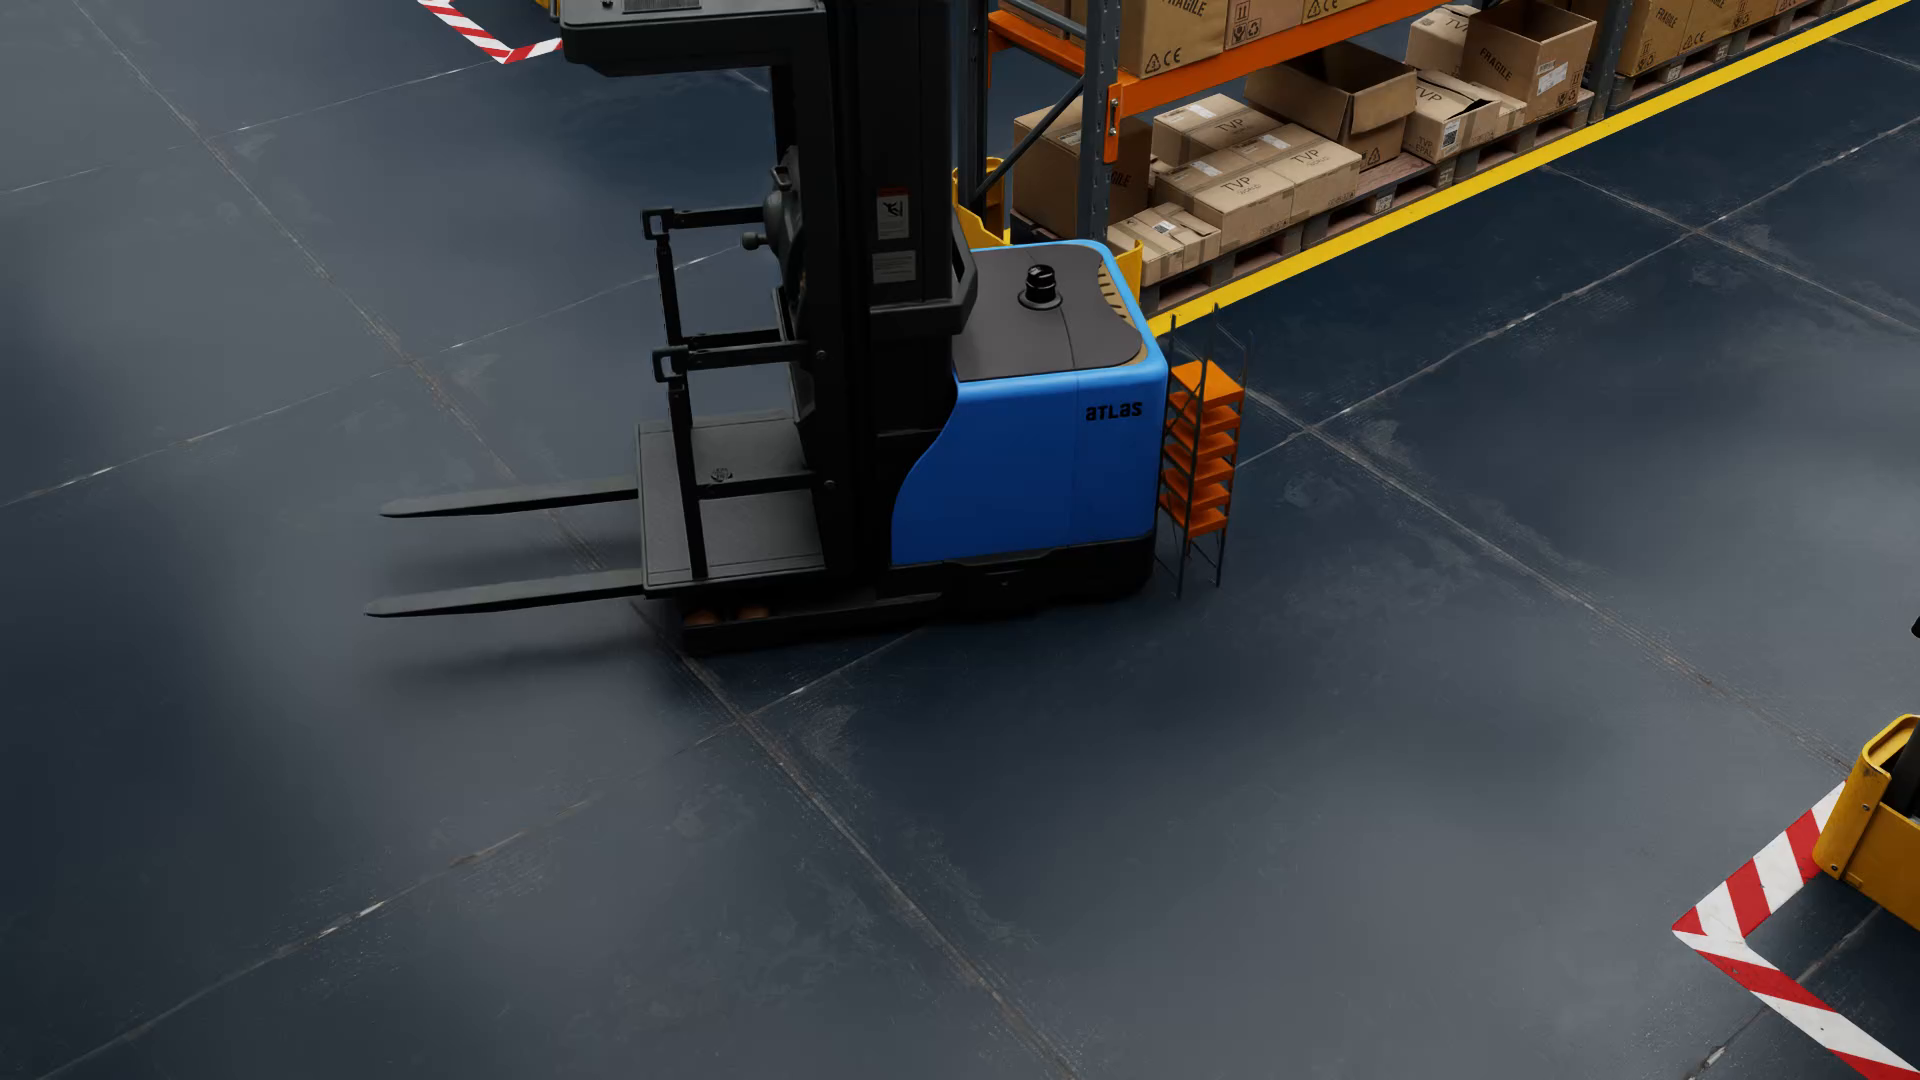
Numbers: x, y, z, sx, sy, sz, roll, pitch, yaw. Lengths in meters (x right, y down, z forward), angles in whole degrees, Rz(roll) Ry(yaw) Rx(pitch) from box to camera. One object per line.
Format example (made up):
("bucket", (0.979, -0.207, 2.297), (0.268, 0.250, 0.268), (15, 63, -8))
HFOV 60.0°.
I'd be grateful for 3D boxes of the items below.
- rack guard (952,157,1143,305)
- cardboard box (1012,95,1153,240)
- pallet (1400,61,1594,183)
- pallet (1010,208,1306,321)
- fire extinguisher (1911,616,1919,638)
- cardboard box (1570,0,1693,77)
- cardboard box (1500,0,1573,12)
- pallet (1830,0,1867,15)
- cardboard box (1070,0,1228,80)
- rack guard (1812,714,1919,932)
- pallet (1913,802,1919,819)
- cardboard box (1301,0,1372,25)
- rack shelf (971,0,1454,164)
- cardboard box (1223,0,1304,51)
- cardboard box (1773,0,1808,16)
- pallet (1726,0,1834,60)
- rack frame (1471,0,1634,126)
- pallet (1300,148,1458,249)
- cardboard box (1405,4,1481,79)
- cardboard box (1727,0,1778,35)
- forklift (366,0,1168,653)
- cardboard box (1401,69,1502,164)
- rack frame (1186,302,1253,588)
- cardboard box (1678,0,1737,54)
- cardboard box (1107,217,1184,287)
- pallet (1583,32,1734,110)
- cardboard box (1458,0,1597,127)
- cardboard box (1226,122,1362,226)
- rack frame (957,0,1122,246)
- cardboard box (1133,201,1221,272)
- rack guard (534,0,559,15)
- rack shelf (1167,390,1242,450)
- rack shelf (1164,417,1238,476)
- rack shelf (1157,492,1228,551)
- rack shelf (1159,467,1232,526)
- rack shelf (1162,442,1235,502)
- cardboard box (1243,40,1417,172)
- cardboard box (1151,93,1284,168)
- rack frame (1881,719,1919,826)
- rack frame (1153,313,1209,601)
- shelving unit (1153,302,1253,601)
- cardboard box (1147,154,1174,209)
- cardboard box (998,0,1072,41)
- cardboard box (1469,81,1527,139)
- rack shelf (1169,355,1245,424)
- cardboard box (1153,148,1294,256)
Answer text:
("rack guard", (0.397, -1.424, 8.255), (0.348, 0.500, 1.175), (-26, 46, -28))
("cardboard box", (0.617, -1.898, 8.487), (0.500, 0.500, 0.500), (-26, 46, -28))
("pallet", (2.963, -2.564, 9.872), (1.213, 0.211, 1.003), (-26, 46, -28))
("pallet", (1.028, -1.621, 8.723), (1.213, 0.211, 1.003), (-26, 46, -28))
("fire extinguisher", (2.957, 0.129, 4.746), (0.183, 0.674, 0.296), (-26, 46, -28))
("cardboard box", (4.040, -3.175, 10.042), (0.500, 0.500, 0.500), (-28, 47, -30))
("cardboard box", (3.724, -3.445, 10.372), (0.500, 0.500, 0.500), (-26, 46, -28))
("pallet", (6.064, -4.105, 11.751), (1.213, 0.211, 1.003), (-26, 46, -28))
("cardboard box", (0.849, -2.438, 7.442), (0.500, 0.500, 0.500), (-25, 46, -27))
("rack guard", (3.339, 1.105, 5.173), (0.348, 0.500, 1.175), (-26, 46, -28))
("pallet", (3.944, 0.859, 5.700), (1.213, 0.211, 1.003), (-26, 46, -28))
("cardboard box", (1.654, -2.833, 7.923), (0.500, 0.500, 0.500), (-26, 46, -28))
("rack shelf", (1.922, -2.856, 8.596), (4.000, 0.370, 1.077), (-26, 46, -28))
("cardboard box", (1.255, -2.640, 7.688), (0.500, 0.500, 0.500), (-26, 46, -28))
("cardboard box", (5.258, -3.771, 10.769), (0.500, 0.500, 0.500), (-28, 47, -30))
("pallet", (5.098, -3.636, 11.179), (1.213, 0.211, 1.003), (-26, 46, -28))
("rack frame", (3.508, -3.907, 9.311), (0.127, 3.000, 1.000), (-26, 46, -28))
("pallet", (1.995, -2.089, 9.294), (1.213, 0.211, 1.003), (-26, 46, -28))
("cardboard box", (3.043, -2.984, 9.959), (0.500, 0.311, 0.500), (-26, 46, -28))
("cardboard box", (4.857, -3.576, 10.531), (0.500, 0.500, 0.500), (-25, 46, -28))
("forklift", (-0.794, -1.062, 5.898), (3.031, 2.935, 1.130), (-7, 40, -8))
("cardboard box", (2.634, -2.385, 9.228), (0.500, 0.311, 0.500), (-26, 46, -28))
("rack frame", (0.987, -0.339, 6.381), (0.006, 1.200, 0.240), (-17, 42, -20))
("cardboard box", (4.456, -3.387, 10.300), (0.500, 0.500, 0.500), (-25, 46, -28))
("cardboard box", (0.878, -1.418, 8.177), (0.250, 0.149, 0.380), (-26, 46, -28))
("pallet", (4.130, -3.162, 10.601), (1.213, 0.211, 1.003), (-26, 46, -28))
("cardboard box", (3.229, -2.748, 9.522), (0.500, 0.500, 0.500), (-26, 46, -28))
("cardboard box", (1.733, -1.922, 8.712), (0.500, 0.250, 0.500), (-26, 46, -28))
("rack frame", (0.336, -2.361, 7.426), (0.127, 3.000, 1.000), (-26, 46, -28))
("cardboard box", (1.076, -1.521, 8.290), (0.250, 0.166, 0.380), (-26, 46, -28))
("rack guard", (-2.690, -3.871, 11.238), (0.348, 0.500, 1.175), (-26, 46, -28))
("rack shelf", (0.905, -0.465, 6.226), (0.180, 0.103, 0.258), (-17, 42, -20))
("rack shelf", (0.905, -0.372, 6.302), (0.180, 0.103, 0.258), (-17, 42, -20))
("rack shelf", (0.905, -0.094, 6.530), (0.180, 0.103, 0.258), (-17, 42, -20))
("rack shelf", (0.905, -0.187, 6.454), (0.180, 0.103, 0.258), (-17, 42, -20))
("rack shelf", (0.905, -0.279, 6.378), (0.180, 0.103, 0.258), (-17, 42, -20))
("cardboard box", (2.021, -2.383, 9.075), (0.637, 0.503, 0.797), (-26, 46, -28))
("cardboard box", (1.389, -2.154, 8.995), (0.500, 0.250, 0.500), (-26, 46, -28))
("rack frame", (3.358, 0.129, 4.391), (0.127, 3.000, 1.000), (-26, 46, -28))
("rack frame", (0.823, -0.288, 6.319), (0.006, 1.200, 0.240), (-17, 42, -20))
("shelving unit", (0.905, -0.314, 6.350), (0.189, 1.200, 0.258), (-17, 42, -20))
("cardboard box", (0.993, -1.881, 8.728), (0.250, 0.166, 0.380), (-26, 46, -28))
("cardboard box", (0.526, -2.709, 7.772), (0.500, 0.500, 0.500), (-25, 45, -27))
("cardboard box", (2.968, -2.437, 9.419), (0.250, 0.149, 0.380), (-26, 46, -28))
("rack shelf", (0.905, -0.558, 6.150), (0.180, 0.103, 0.258), (-17, 42, -20))
("cardboard box", (1.337, -1.729, 8.476), (0.500, 0.250, 0.500), (-26, 46, -28))
